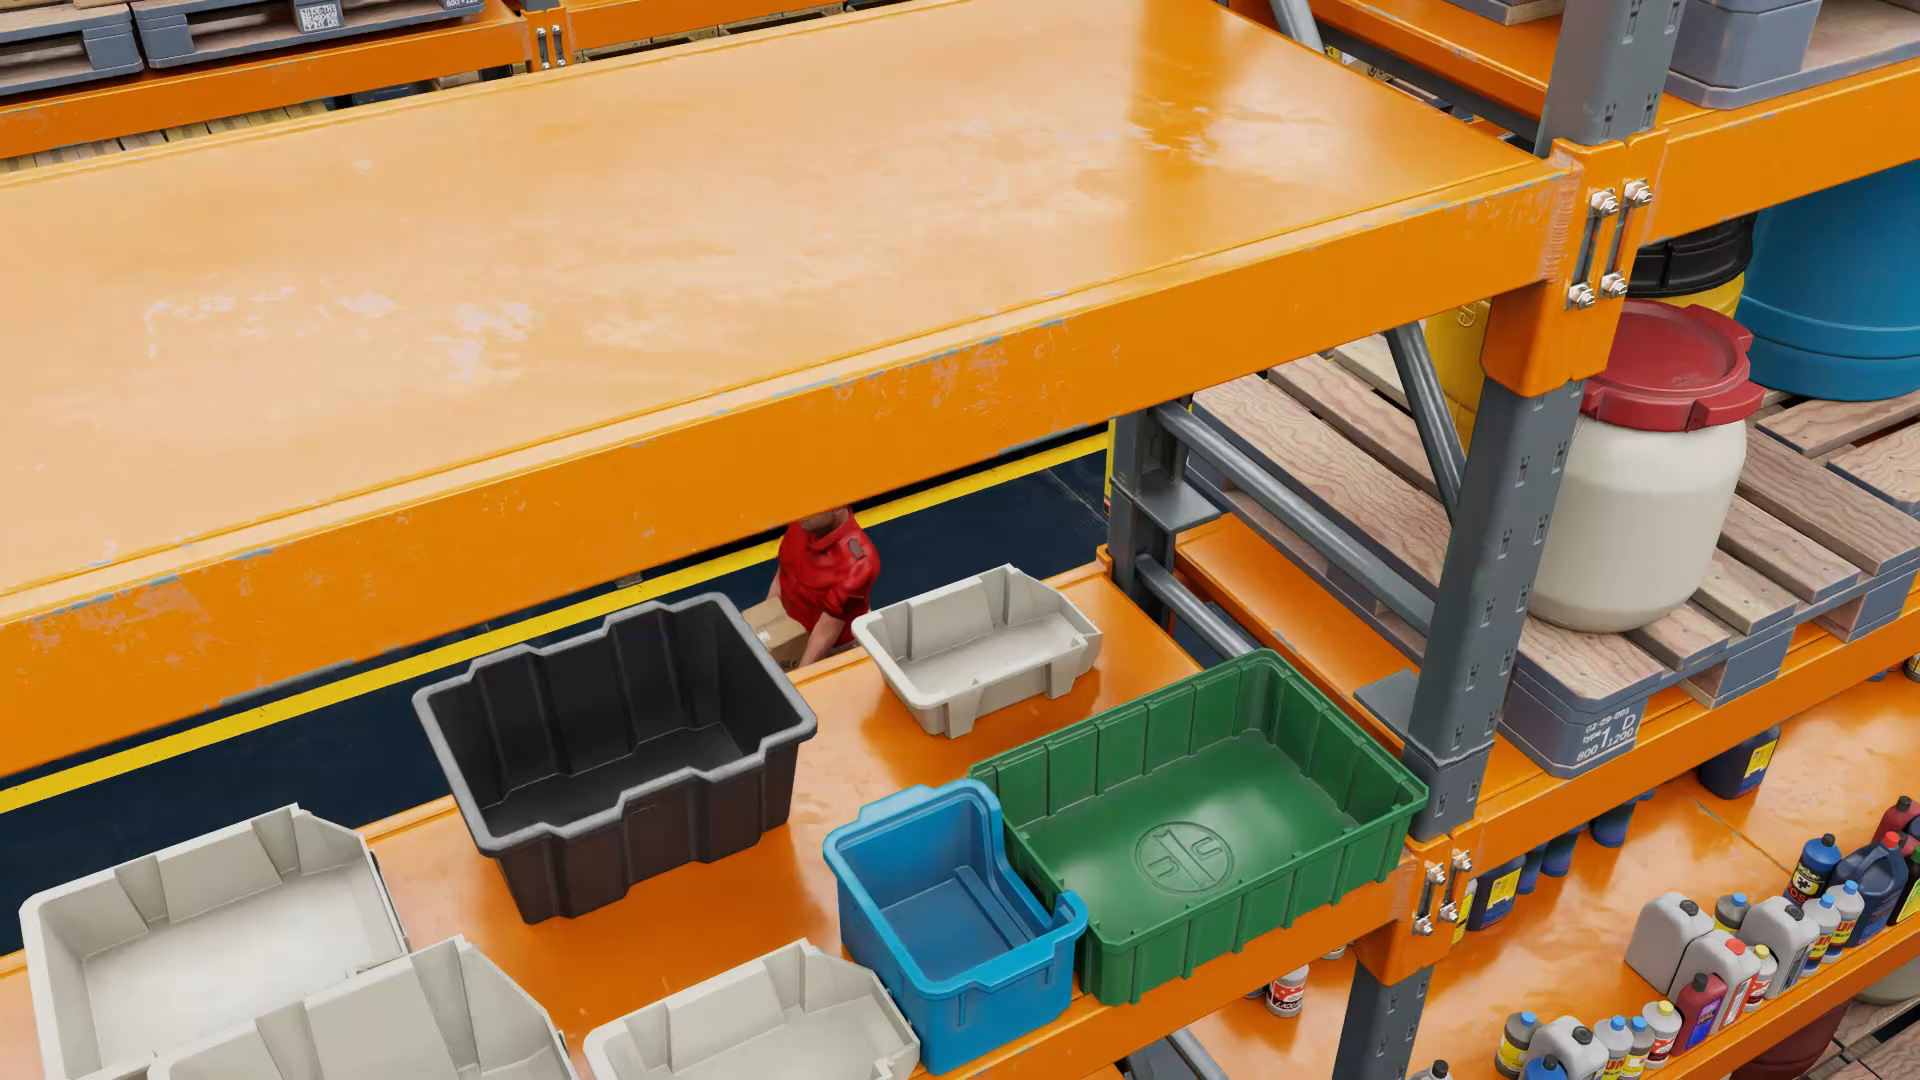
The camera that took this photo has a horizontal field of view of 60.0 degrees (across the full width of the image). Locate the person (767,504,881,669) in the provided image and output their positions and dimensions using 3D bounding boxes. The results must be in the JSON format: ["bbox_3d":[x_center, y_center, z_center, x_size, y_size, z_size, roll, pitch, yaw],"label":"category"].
[{"bbox_3d":[-0.548,0.460,6.331,0.548,1.726,0.490,-20,41,-24],"label":"person"}]
